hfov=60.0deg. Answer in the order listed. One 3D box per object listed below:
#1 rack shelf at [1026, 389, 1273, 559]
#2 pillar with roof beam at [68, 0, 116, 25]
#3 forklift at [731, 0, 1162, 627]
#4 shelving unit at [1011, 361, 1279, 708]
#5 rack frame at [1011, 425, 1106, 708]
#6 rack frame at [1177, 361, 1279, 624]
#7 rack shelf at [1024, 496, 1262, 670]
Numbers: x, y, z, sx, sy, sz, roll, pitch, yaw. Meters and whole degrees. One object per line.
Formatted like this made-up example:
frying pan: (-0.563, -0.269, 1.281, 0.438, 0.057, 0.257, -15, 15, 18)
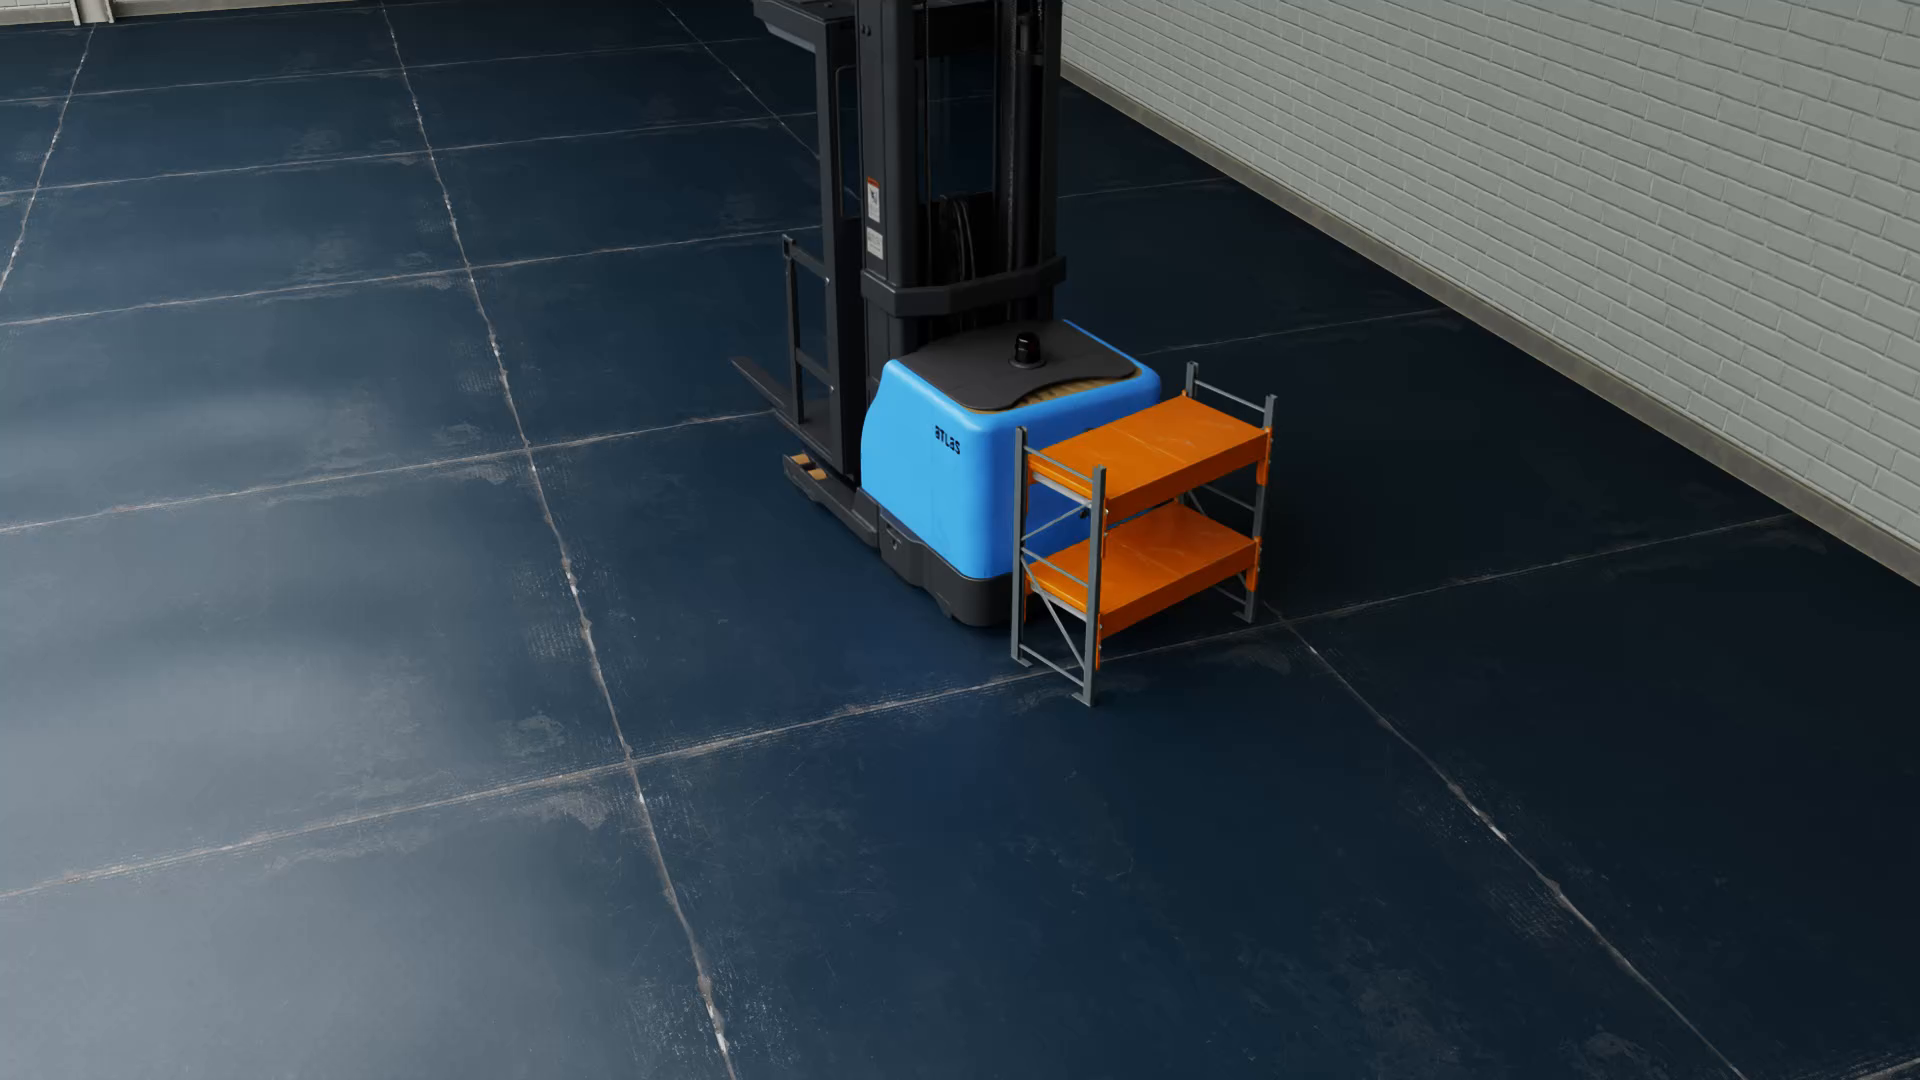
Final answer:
rack shelf: (0.787, -0.298, 7.046, 1.000, 0.278, 0.538, -23, 37, -34)
pillar with roof beam: (-7.981, -7.609, 12.514, 0.400, 9.000, 9.100, -10, 31, -18)
forklift: (-0.270, -1.581, 8.064, 1.130, 2.935, 3.031, -16, 34, -26)
shelving unit: (0.787, -0.044, 7.191, 1.048, 1.125, 0.538, -23, 37, -34)
rack frame: (0.398, 0.118, 6.907, 0.032, 1.125, 0.500, -23, 37, -34)
rack frame: (1.177, -0.206, 7.475, 0.032, 1.125, 0.500, -23, 37, -34)
rack shelf: (0.787, 0.169, 7.312, 1.000, 0.278, 0.538, -23, 37, -34)
